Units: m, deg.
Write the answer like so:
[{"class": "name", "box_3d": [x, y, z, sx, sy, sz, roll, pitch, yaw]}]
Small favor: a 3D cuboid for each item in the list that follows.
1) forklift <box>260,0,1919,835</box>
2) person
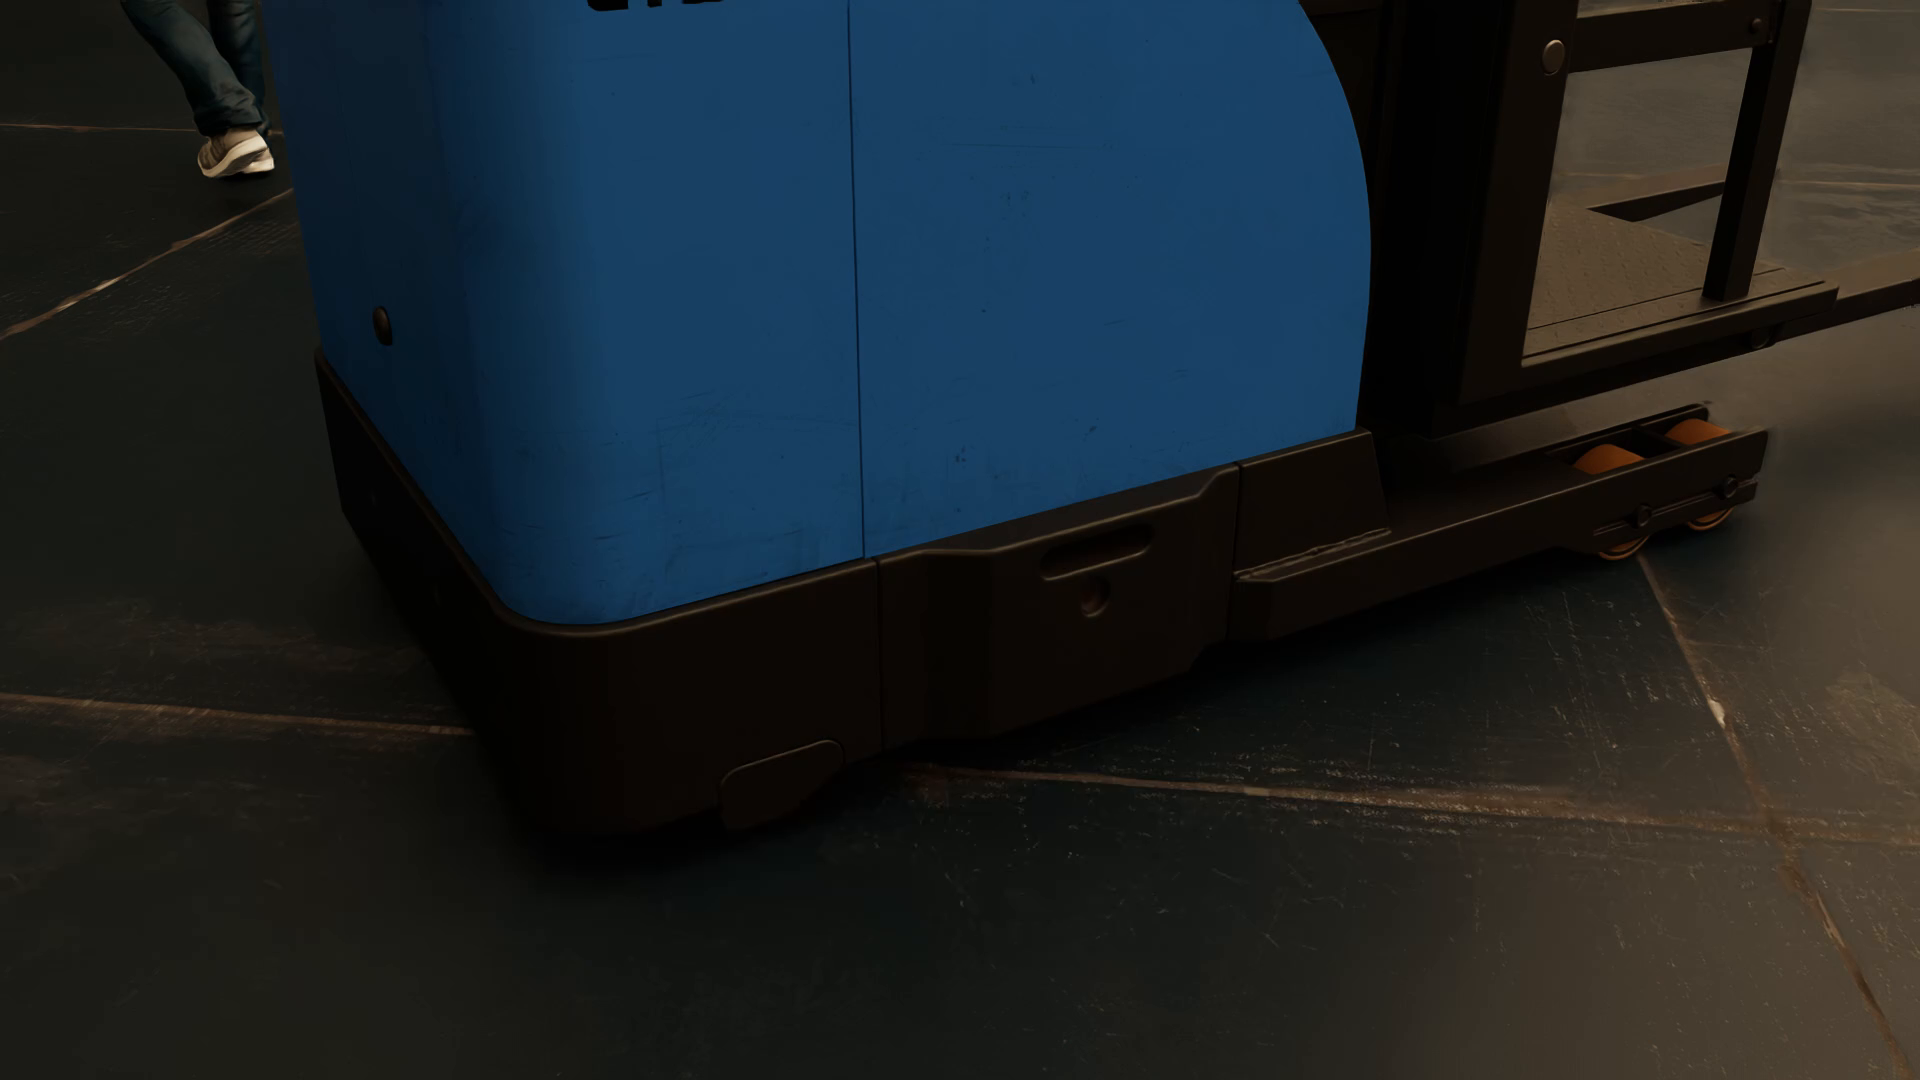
[{"class": "forklift", "box_3d": [0.622, -1.469, 2.161, 3.031, 2.935, 1.130, -15, 30, -27]}, {"class": "person", "box_3d": [-1.877, -1.651, 4.052, 0.628, 1.581, 0.722, 23, 35, 39]}]
